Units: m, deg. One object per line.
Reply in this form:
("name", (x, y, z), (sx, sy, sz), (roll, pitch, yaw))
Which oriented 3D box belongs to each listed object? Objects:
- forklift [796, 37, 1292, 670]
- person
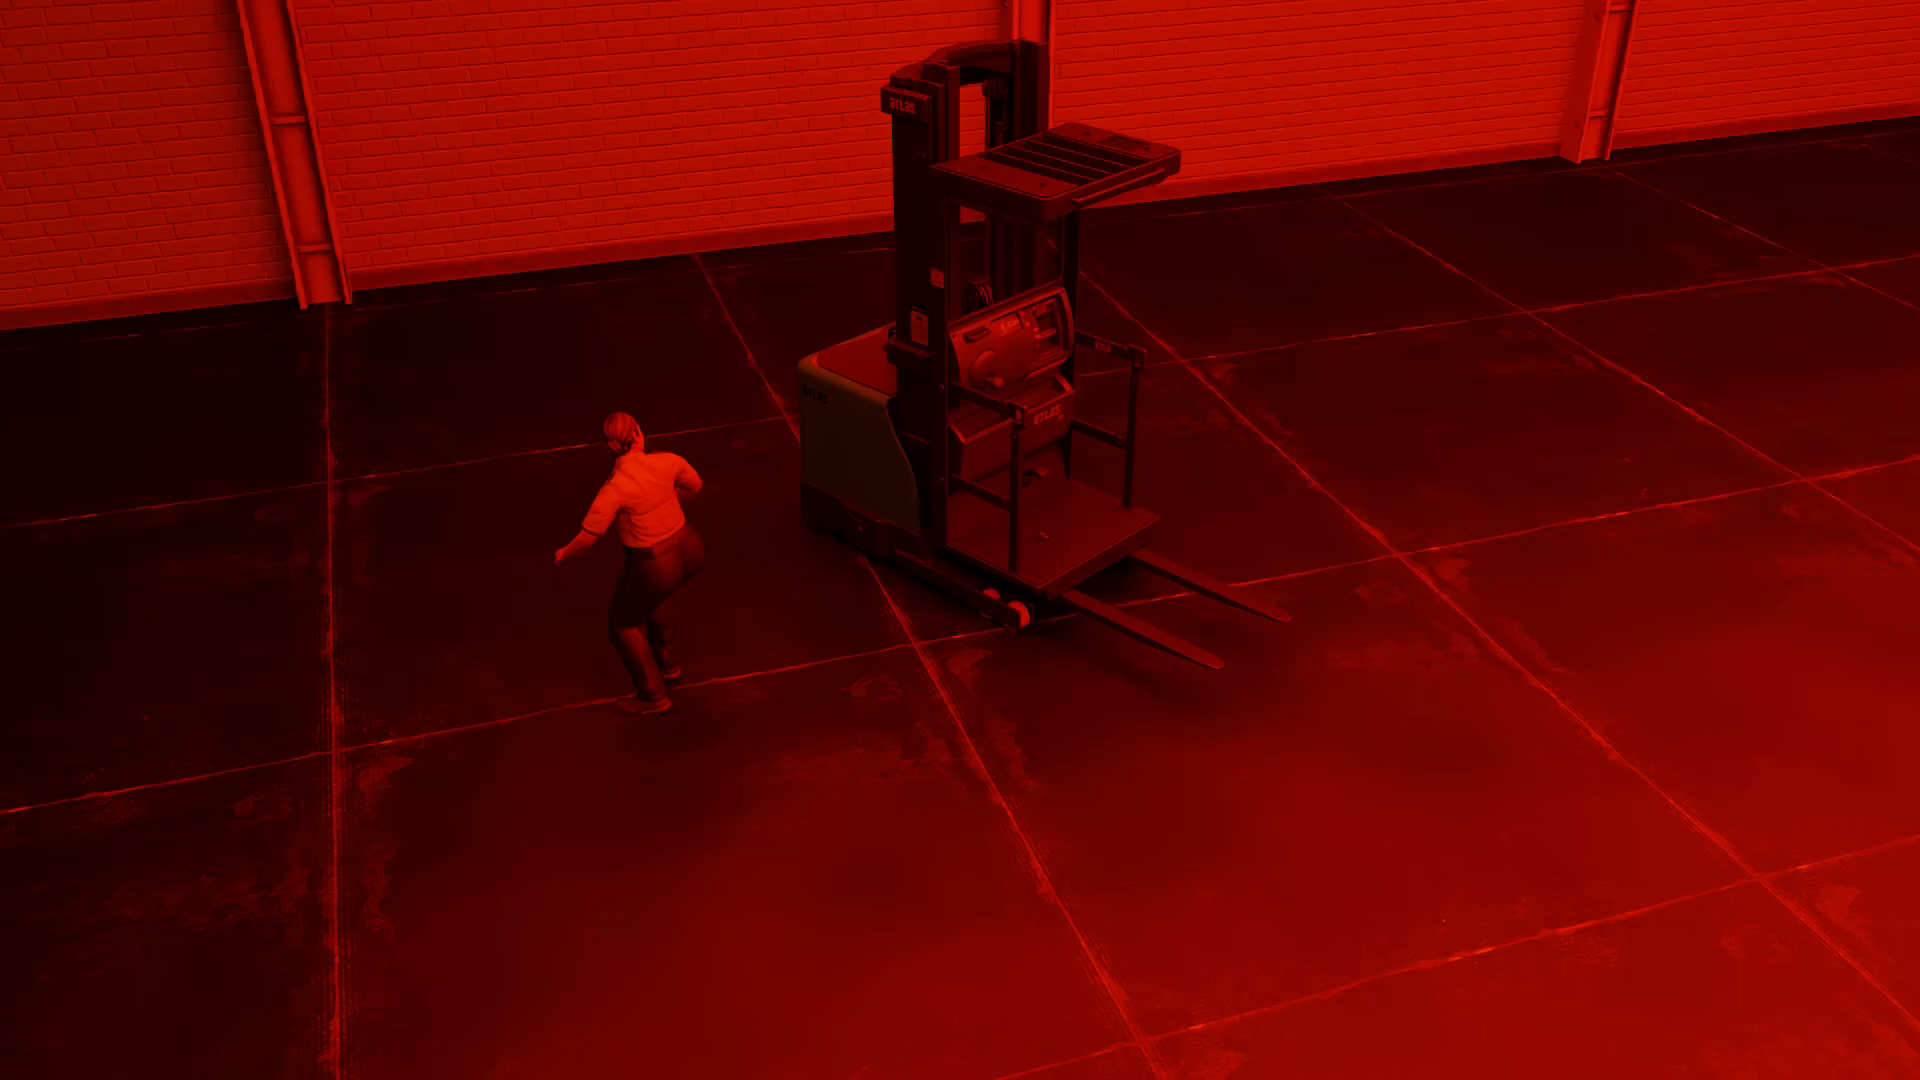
("forklift", (0.443, -1.061, 8.931), (3.031, 2.935, 1.130), (25, 38, 37))
("person", (-1.620, 0.096, 8.315), (0.603, 1.609, 0.719), (19, 35, 29))
